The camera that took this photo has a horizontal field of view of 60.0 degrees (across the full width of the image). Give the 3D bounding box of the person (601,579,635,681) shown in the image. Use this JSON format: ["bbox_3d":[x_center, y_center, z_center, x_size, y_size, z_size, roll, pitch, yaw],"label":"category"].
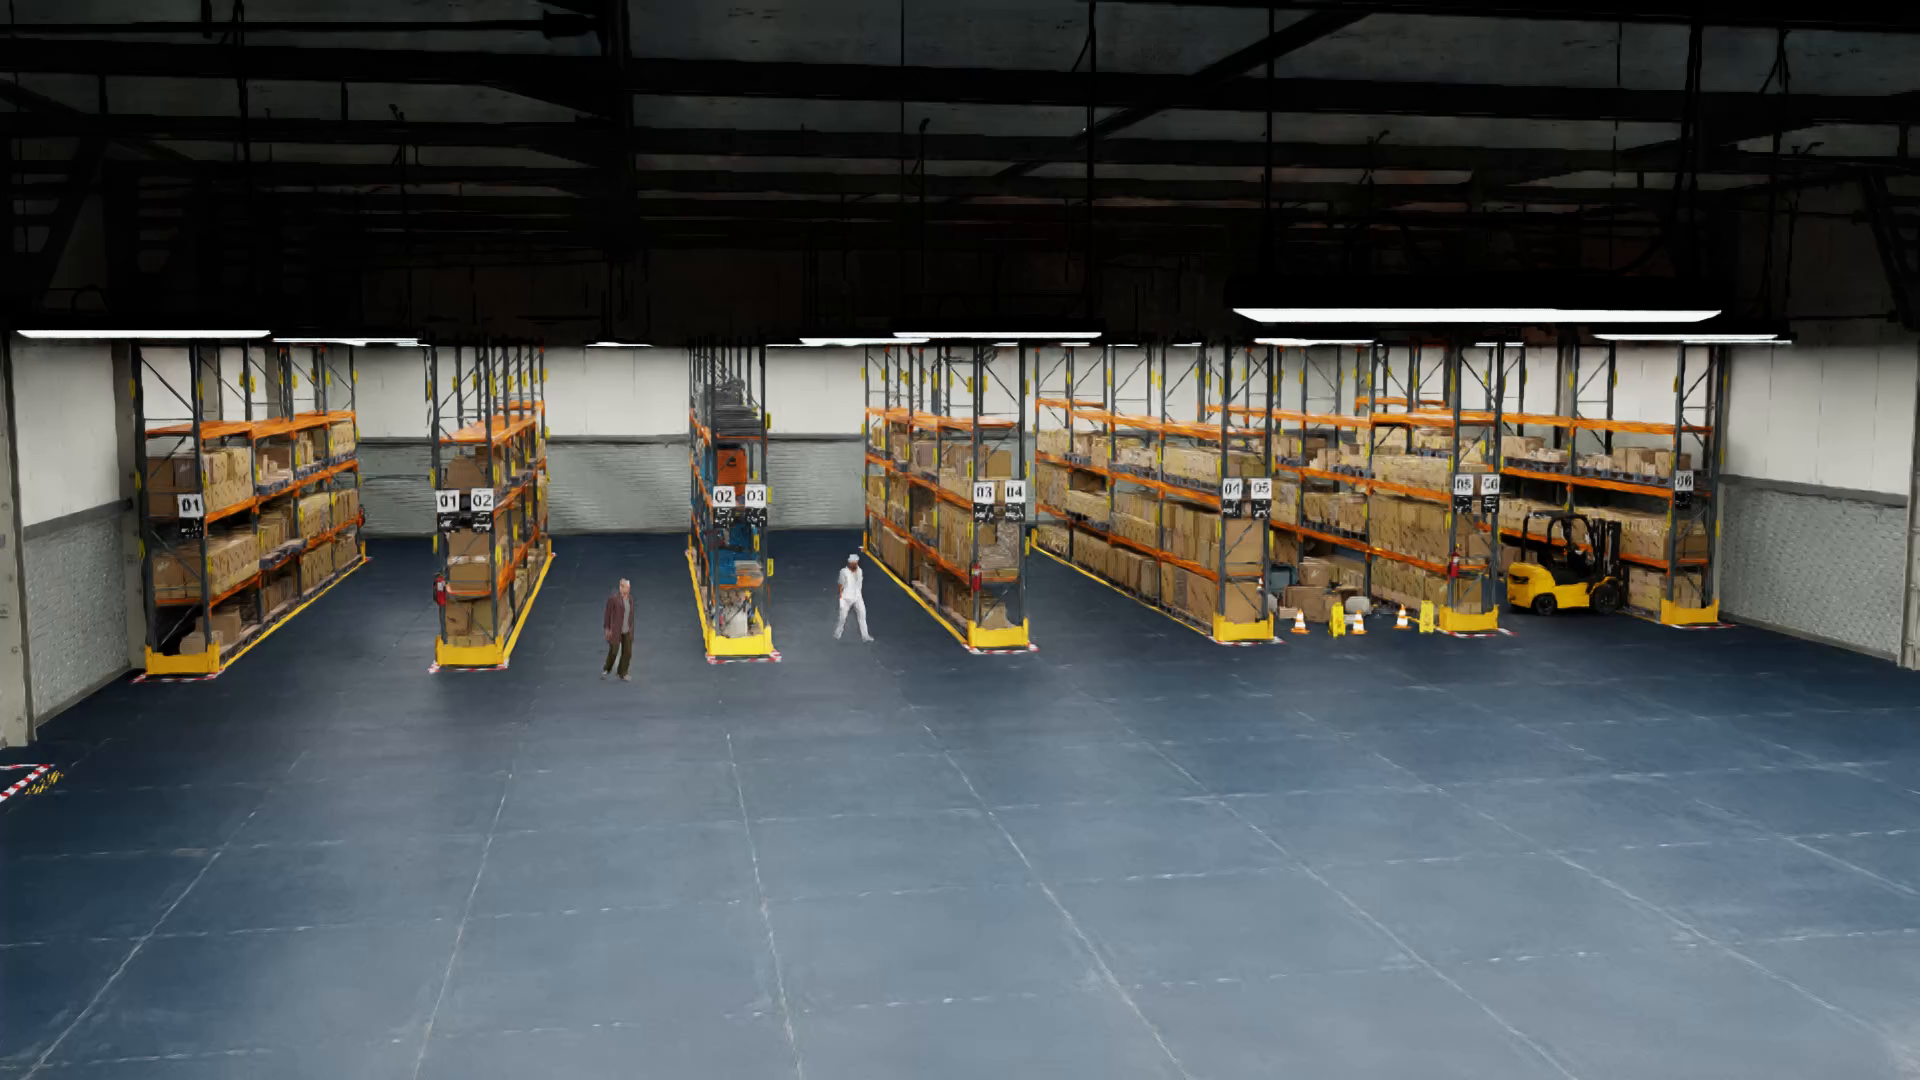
[{"bbox_3d":[-5.936,1.548,28.858,0.622,1.766,0.612,-6,9,-45],"label":"person"}]

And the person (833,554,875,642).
[{"bbox_3d":[-2.119,1.127,32.703,0.609,1.741,0.967,-4,8,-33],"label":"person"}]

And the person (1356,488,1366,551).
[{"bbox_3d":[11.510,-0.572,47.232,0.468,1.815,0.569,0,7,1],"label":"person"}]

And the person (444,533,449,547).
[{"bbox_3d":[-13.274,-0.067,43.529,0.456,1.589,1.088,-1,7,-8],"label":"person"}]
